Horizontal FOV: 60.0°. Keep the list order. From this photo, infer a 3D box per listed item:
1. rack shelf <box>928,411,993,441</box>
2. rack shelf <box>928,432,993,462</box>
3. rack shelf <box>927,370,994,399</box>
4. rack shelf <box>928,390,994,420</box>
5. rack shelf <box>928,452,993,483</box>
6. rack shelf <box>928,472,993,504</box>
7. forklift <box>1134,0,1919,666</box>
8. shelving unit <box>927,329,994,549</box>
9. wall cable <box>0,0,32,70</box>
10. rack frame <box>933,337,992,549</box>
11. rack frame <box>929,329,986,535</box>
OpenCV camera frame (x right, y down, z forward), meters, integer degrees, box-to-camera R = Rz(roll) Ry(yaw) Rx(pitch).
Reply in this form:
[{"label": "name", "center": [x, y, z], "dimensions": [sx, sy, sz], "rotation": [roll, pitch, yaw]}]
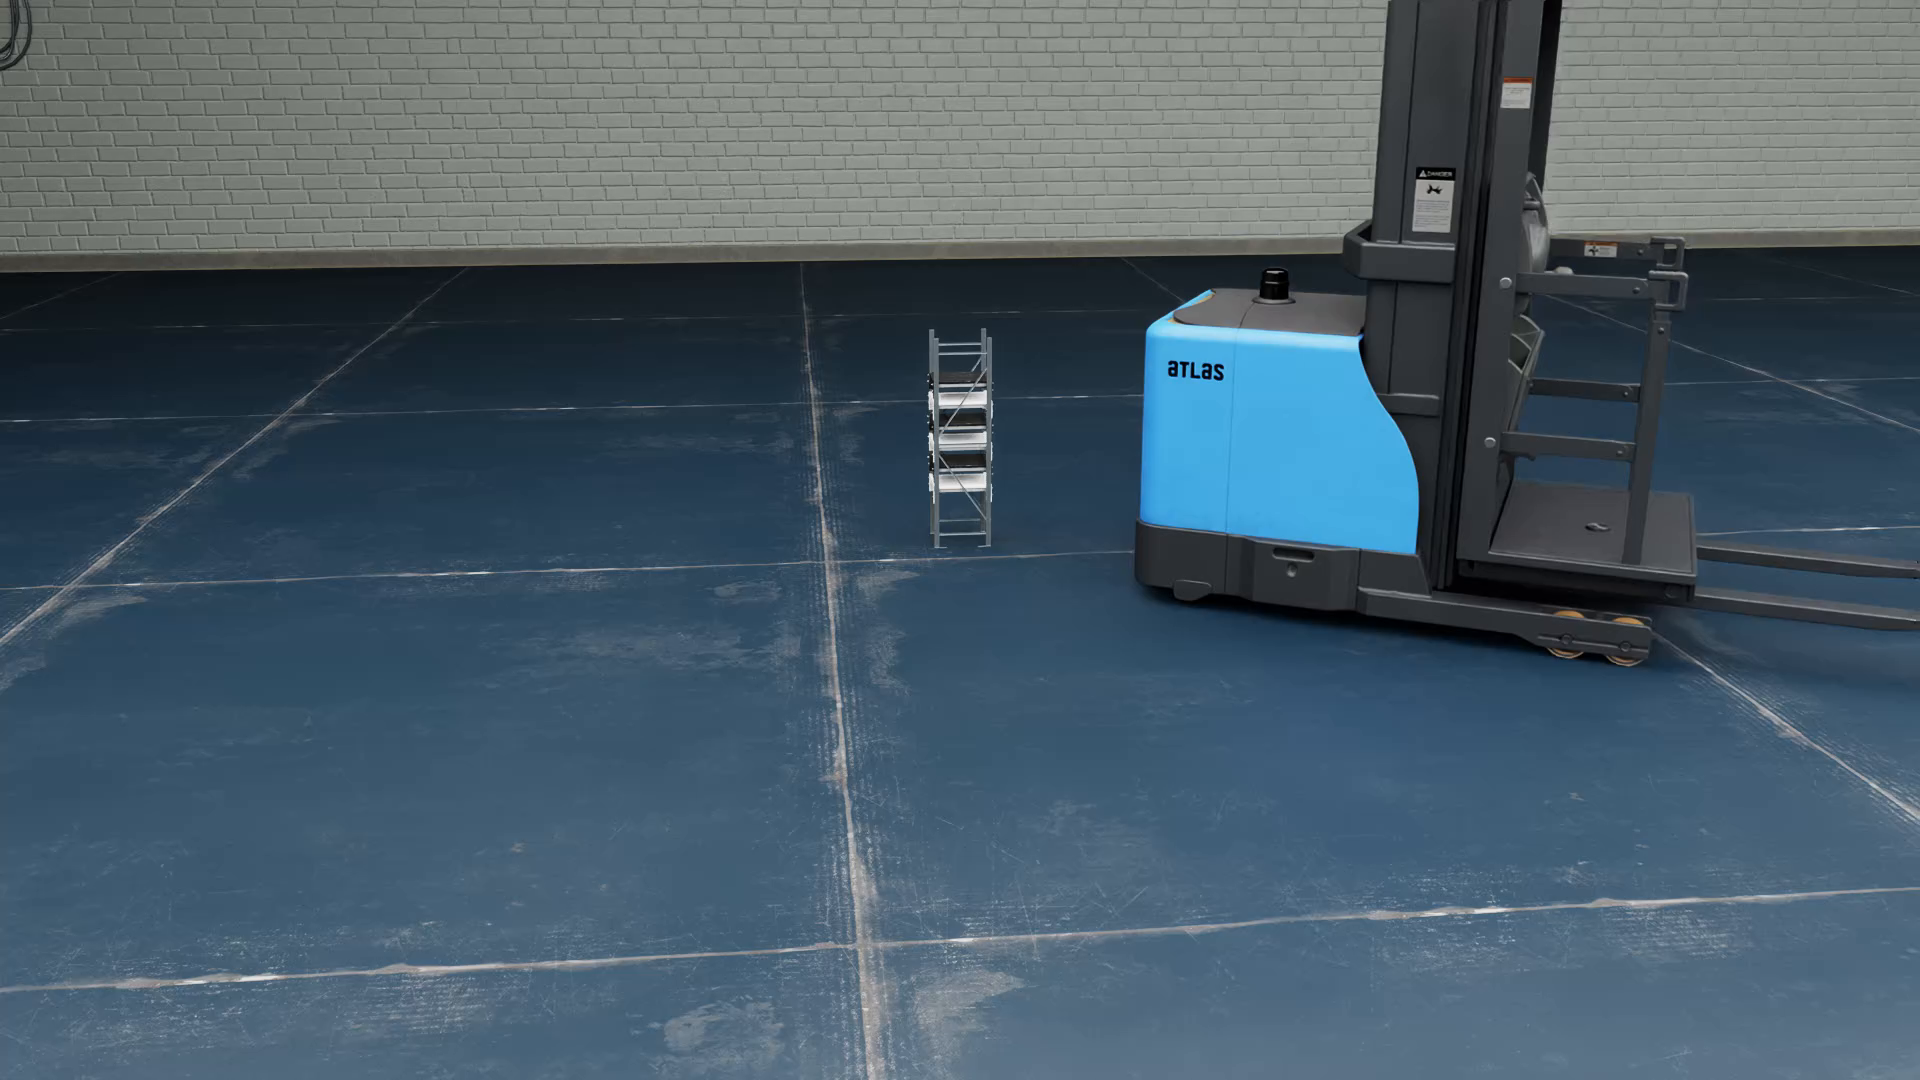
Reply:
[{"label": "rack shelf", "center": [0.001, -0.481, 7.018], "dimensions": [0.258, 0.077, 0.200], "rotation": [-2, 18, -6]}, {"label": "rack shelf", "center": [0.001, -0.395, 7.045], "dimensions": [0.258, 0.077, 0.200], "rotation": [-2, 18, -6]}, {"label": "rack shelf", "center": [0.001, -0.653, 6.964], "dimensions": [0.258, 0.077, 0.200], "rotation": [-2, 18, -6]}, {"label": "rack shelf", "center": [0.001, -0.567, 6.991], "dimensions": [0.258, 0.077, 0.200], "rotation": [-2, 18, -6]}, {"label": "rack shelf", "center": [0.001, -0.309, 7.072], "dimensions": [0.258, 0.077, 0.200], "rotation": [-2, 18, -6]}, {"label": "rack shelf", "center": [0.001, -0.223, 7.098], "dimensions": [0.258, 0.077, 0.200], "rotation": [-2, 18, -6]}, {"label": "forklift", "center": [2.246, -1.140, 5.916], "dimensions": [3.031, 2.935, 1.130], "rotation": [7, 19, 21]}, {"label": "shelving unit", "center": [0.001, -0.427, 7.035], "dimensions": [0.258, 0.900, 0.210], "rotation": [-2, 18, -6]}, {"label": "wall cable", "center": [-9.425, -5.139, 13.706], "dimensions": [3.097, 2.526, 0.112], "rotation": [-2, 18, -6]}, {"label": "rack frame", "center": [0.011, -0.397, 6.938], "dimensions": [0.240, 0.900, 0.006], "rotation": [-2, 18, -6]}, {"label": "rack frame", "center": [-0.010, -0.457, 7.131], "dimensions": [0.240, 0.900, 0.006], "rotation": [-2, 18, -6]}]
